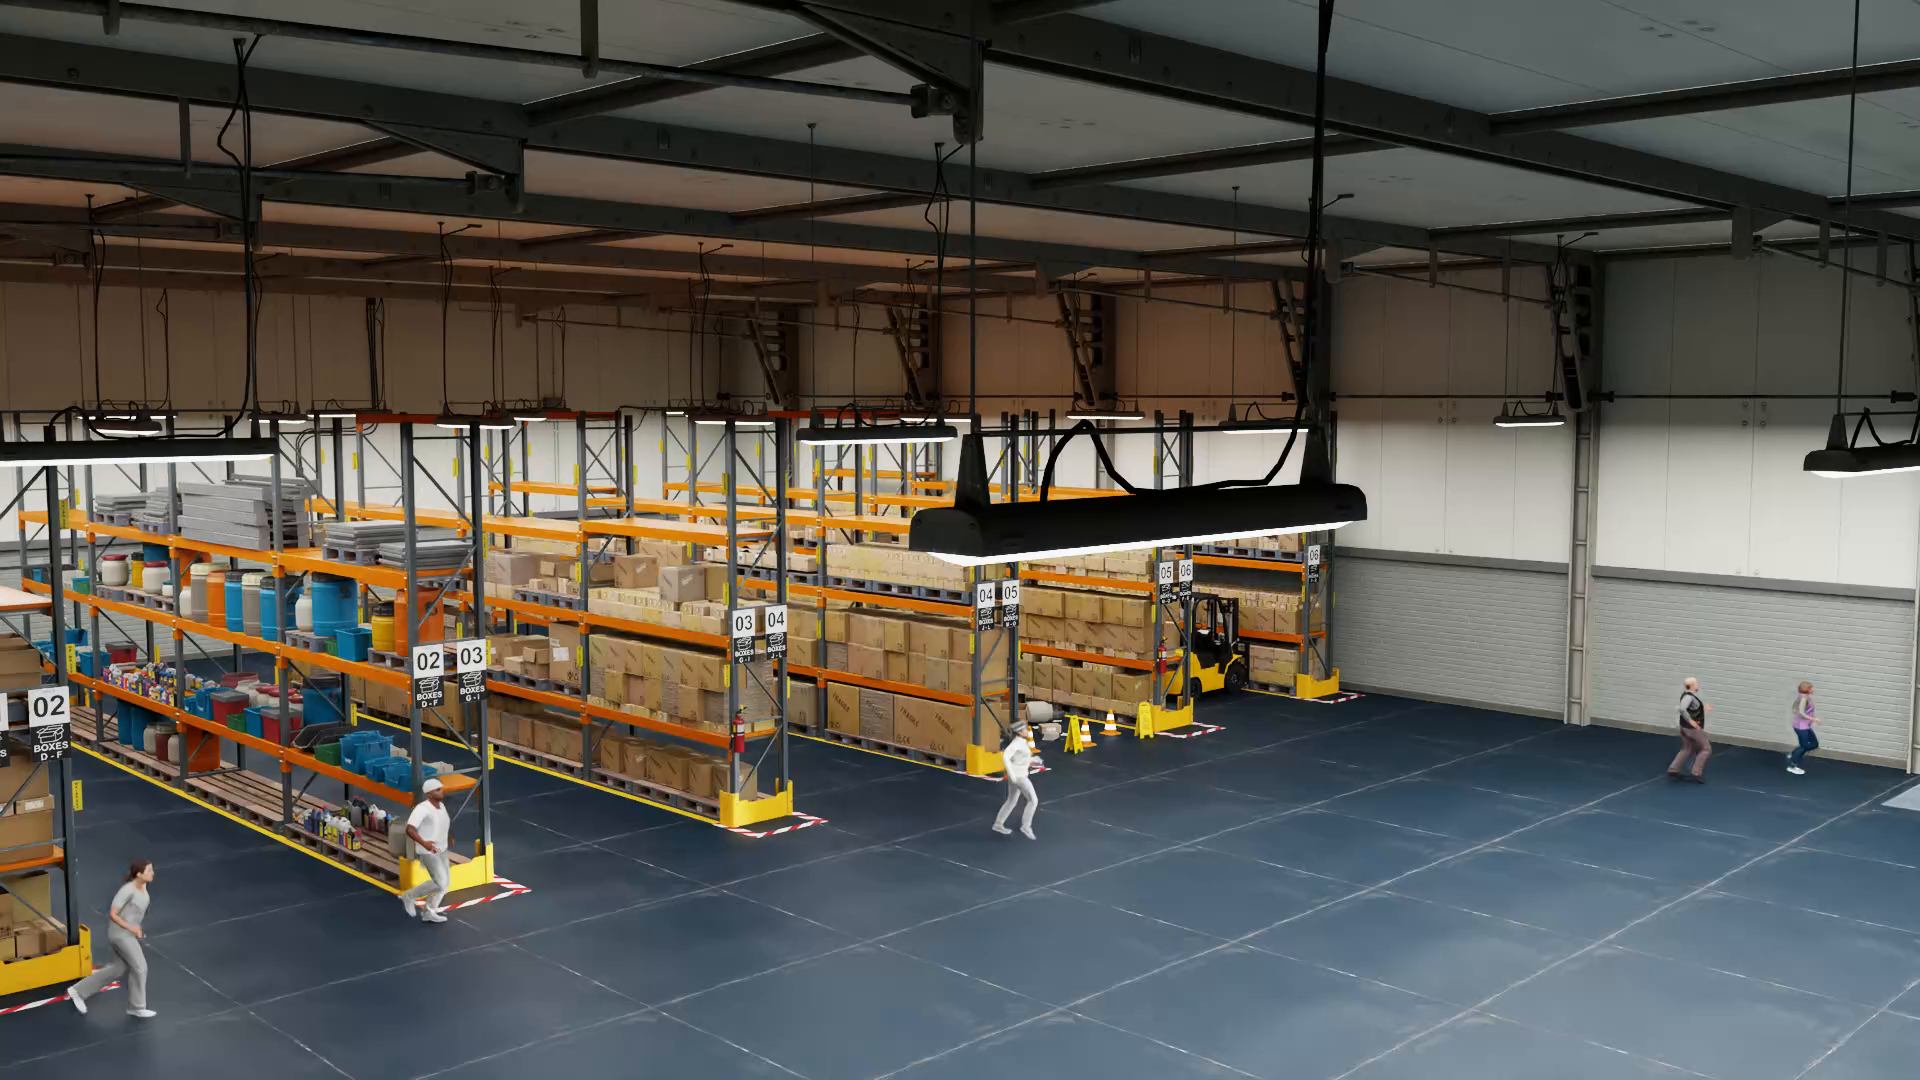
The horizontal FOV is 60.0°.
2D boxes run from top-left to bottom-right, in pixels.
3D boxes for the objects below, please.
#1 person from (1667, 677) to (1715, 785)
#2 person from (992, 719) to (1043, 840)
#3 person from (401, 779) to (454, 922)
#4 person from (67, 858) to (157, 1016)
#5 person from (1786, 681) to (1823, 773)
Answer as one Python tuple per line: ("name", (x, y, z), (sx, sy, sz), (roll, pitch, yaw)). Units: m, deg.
("person", (11.963, 3.123, 27.153), (0.715, 1.773, 0.637), (1, 5, 8))
("person", (0.834, 3.434, 23.835), (0.728, 1.751, 0.598), (0, 5, -5))
("person", (-6.398, 3.736, 20.079), (0.559, 1.715, 0.728), (1, 5, 10))
("person", (-8.651, 4.073, 16.980), (0.843, 1.645, 0.575), (-1, 5, -7))
("person", (14.133, 3.137, 27.790), (0.536, 1.562, 0.538), (3, 6, 31))
